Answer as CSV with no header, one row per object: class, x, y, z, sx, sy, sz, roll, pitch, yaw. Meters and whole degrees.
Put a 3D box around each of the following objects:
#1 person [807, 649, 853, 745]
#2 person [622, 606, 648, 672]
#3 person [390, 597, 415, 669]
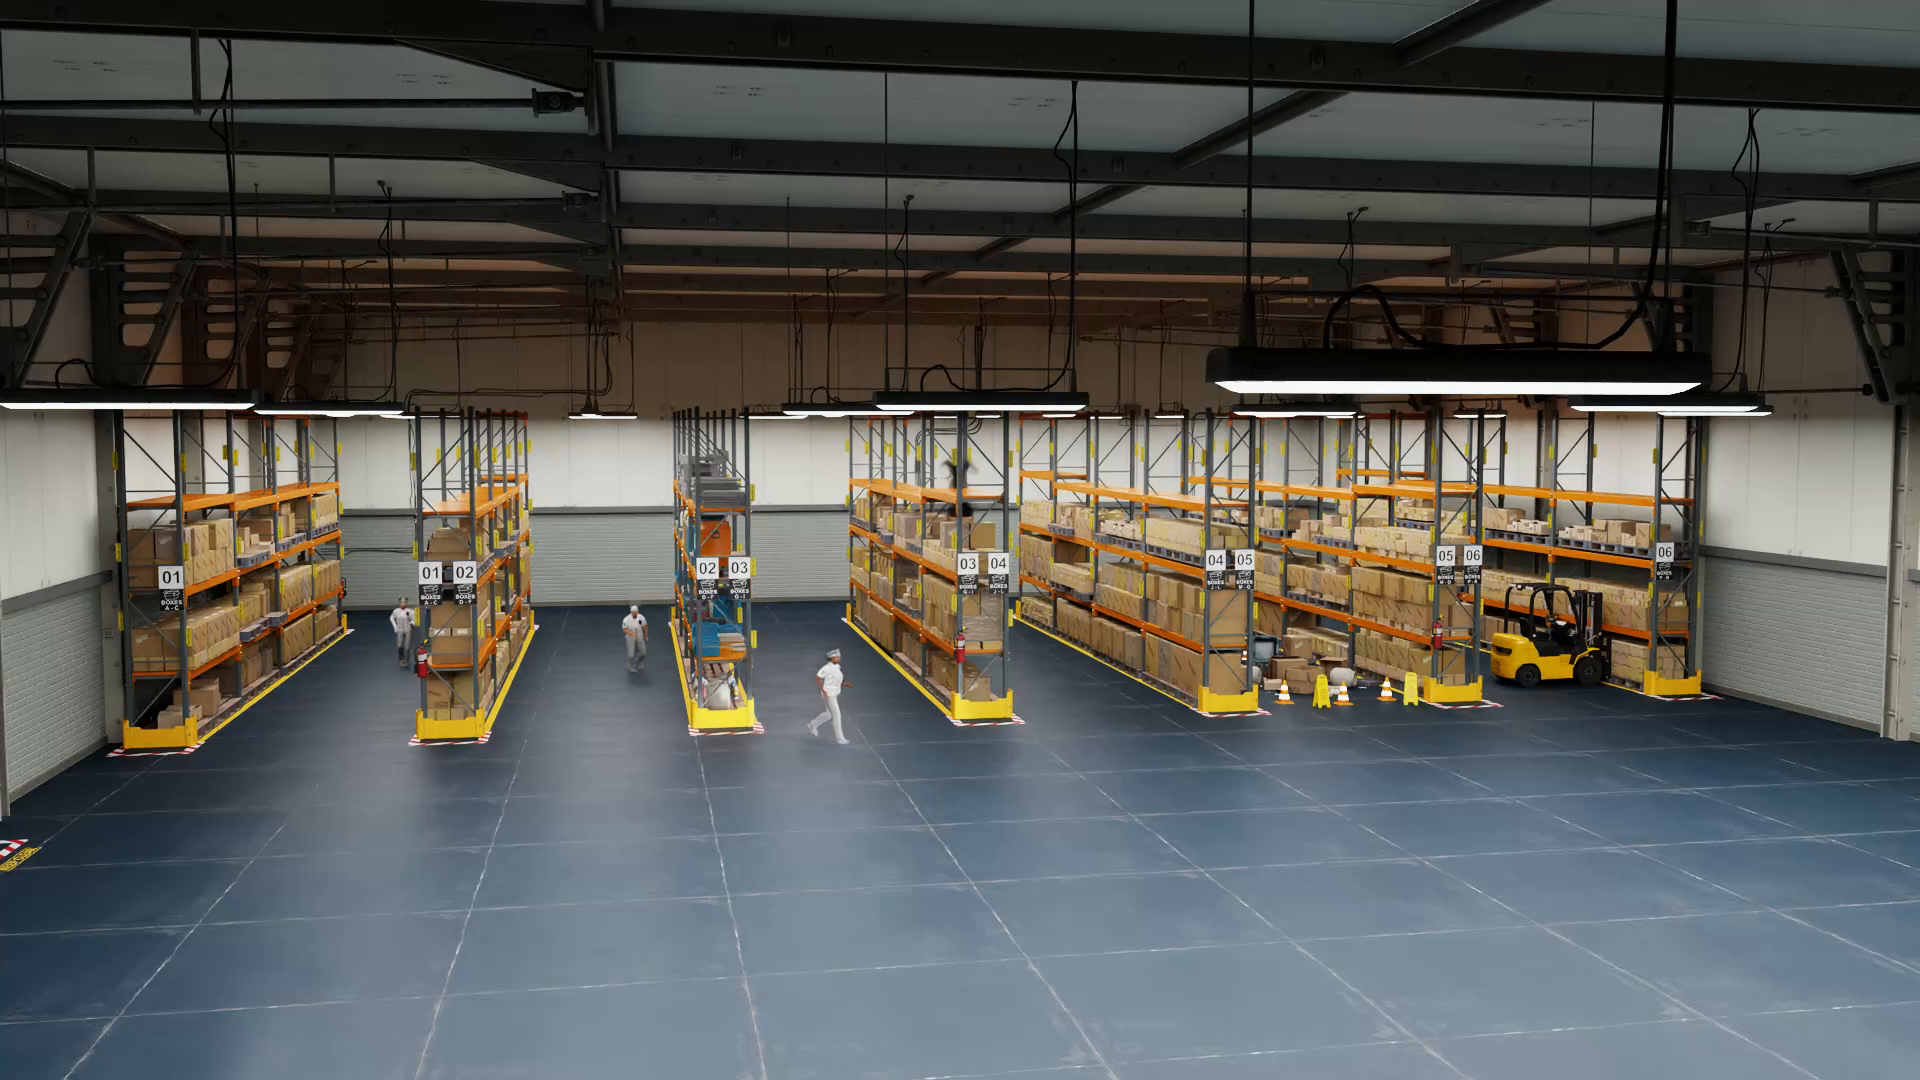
person,-2.349,2.779,29.701,0.891,1.695,0.551,2,4,22
person,-7.397,2.260,37.893,0.599,1.554,0.711,-2,4,-21
person,-12.909,2.144,38.569,0.631,1.678,0.632,-1,4,-11
